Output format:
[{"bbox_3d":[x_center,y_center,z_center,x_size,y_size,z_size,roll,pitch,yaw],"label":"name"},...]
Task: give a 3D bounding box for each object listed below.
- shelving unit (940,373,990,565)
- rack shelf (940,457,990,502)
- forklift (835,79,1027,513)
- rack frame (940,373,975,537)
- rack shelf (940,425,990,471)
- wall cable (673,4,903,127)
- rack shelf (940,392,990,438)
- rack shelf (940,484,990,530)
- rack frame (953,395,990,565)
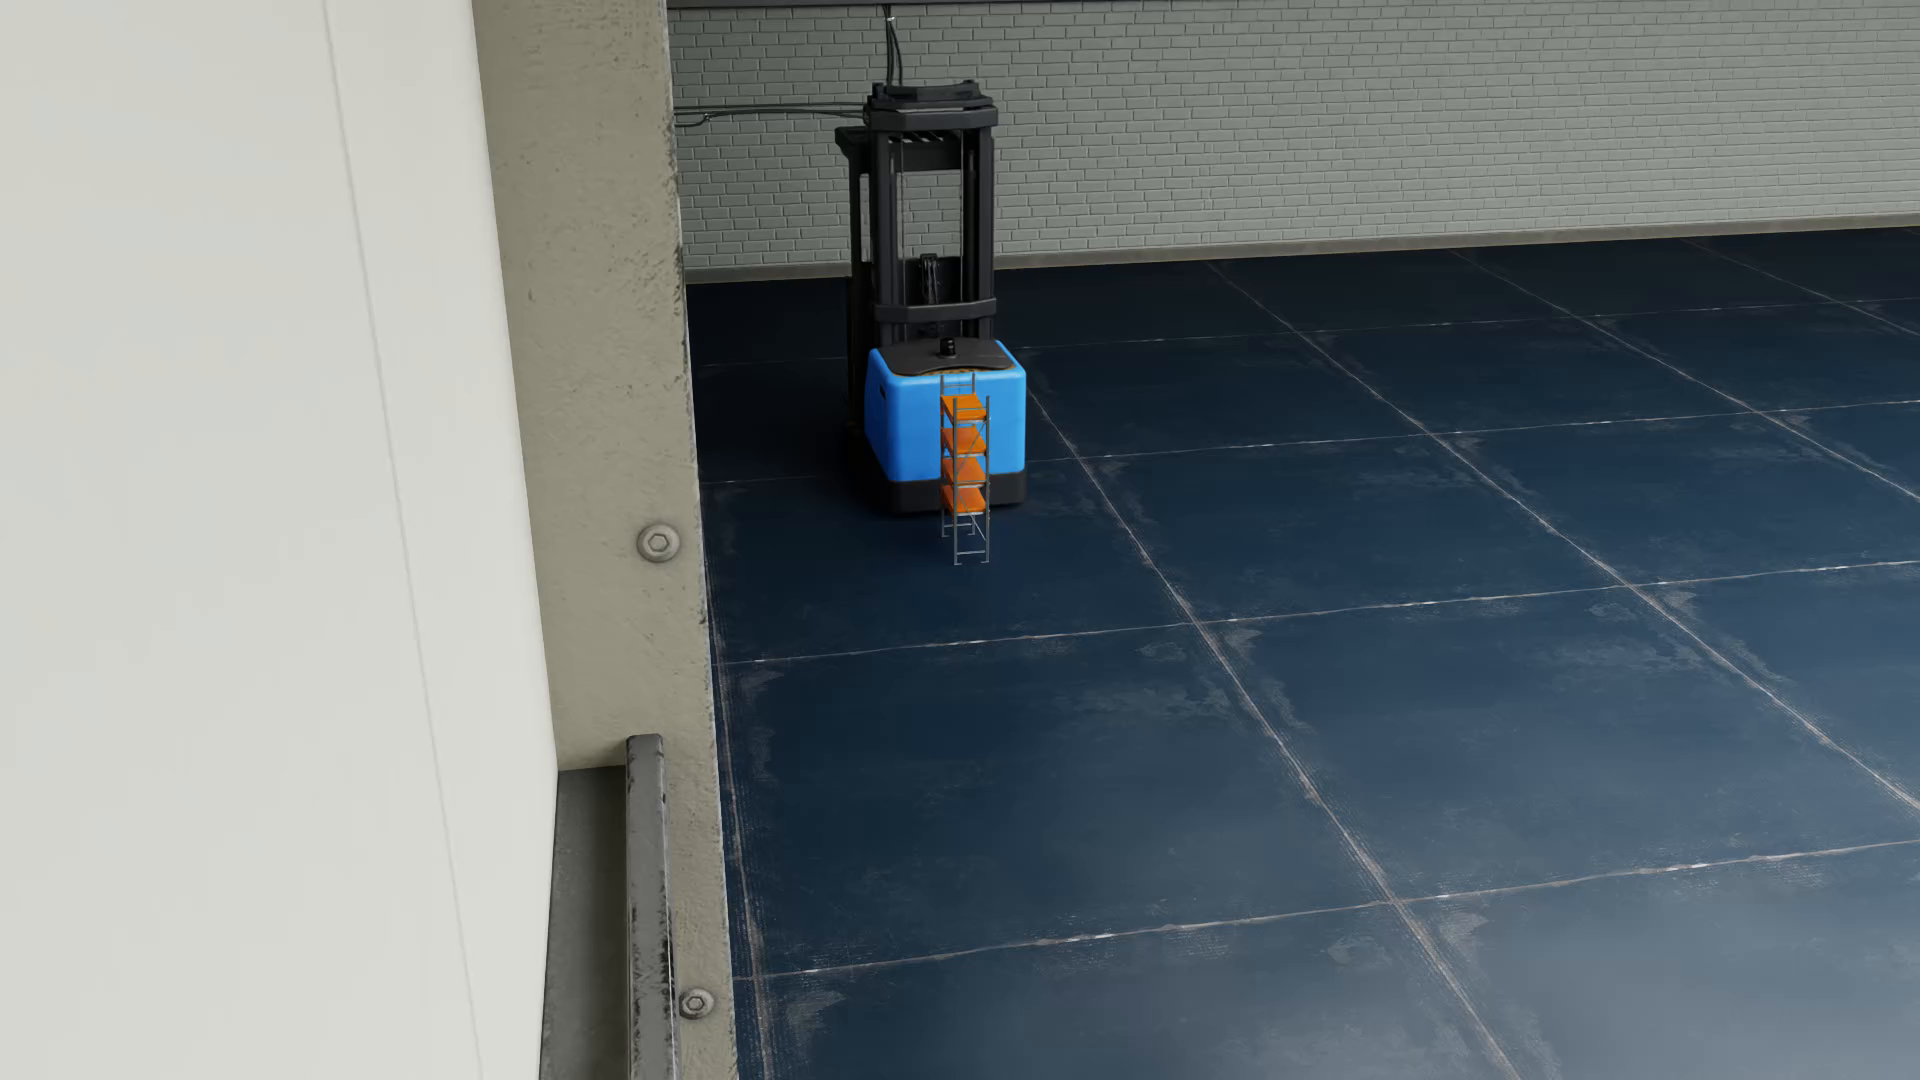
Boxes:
[{"bbox_3d":[0.031,-0.485,11.361,0.258,1.200,0.503,-4,24,-10],"label":"shelving unit"},{"bbox_3d":[0.031,-0.423,11.388,0.258,0.148,0.480,-4,24,-10],"label":"rack shelf"},{"bbox_3d":[-0.339,-2.101,12.898,1.130,2.935,3.031,-5,24,-12],"label":"forklift"},{"bbox_3d":[-0.014,-0.581,11.581,0.240,1.200,0.015,-4,24,-10],"label":"rack frame"},{"bbox_3d":[0.031,-0.628,11.298,0.258,0.148,0.480,-4,24,-10],"label":"rack shelf"},{"bbox_3d":[-2.122,-5.545,17.082,3.097,2.526,0.112,-4,24,-10],"label":"wall cable"},{"bbox_3d":[0.031,-0.845,11.203,0.258,0.148,0.480,-4,24,-10],"label":"rack shelf"},{"bbox_3d":[0.031,-0.241,11.467,0.258,0.148,0.480,-4,24,-10],"label":"rack shelf"},{"bbox_3d":[0.076,-0.389,11.141,0.240,1.200,0.015,-4,24,-10],"label":"rack frame"}]
